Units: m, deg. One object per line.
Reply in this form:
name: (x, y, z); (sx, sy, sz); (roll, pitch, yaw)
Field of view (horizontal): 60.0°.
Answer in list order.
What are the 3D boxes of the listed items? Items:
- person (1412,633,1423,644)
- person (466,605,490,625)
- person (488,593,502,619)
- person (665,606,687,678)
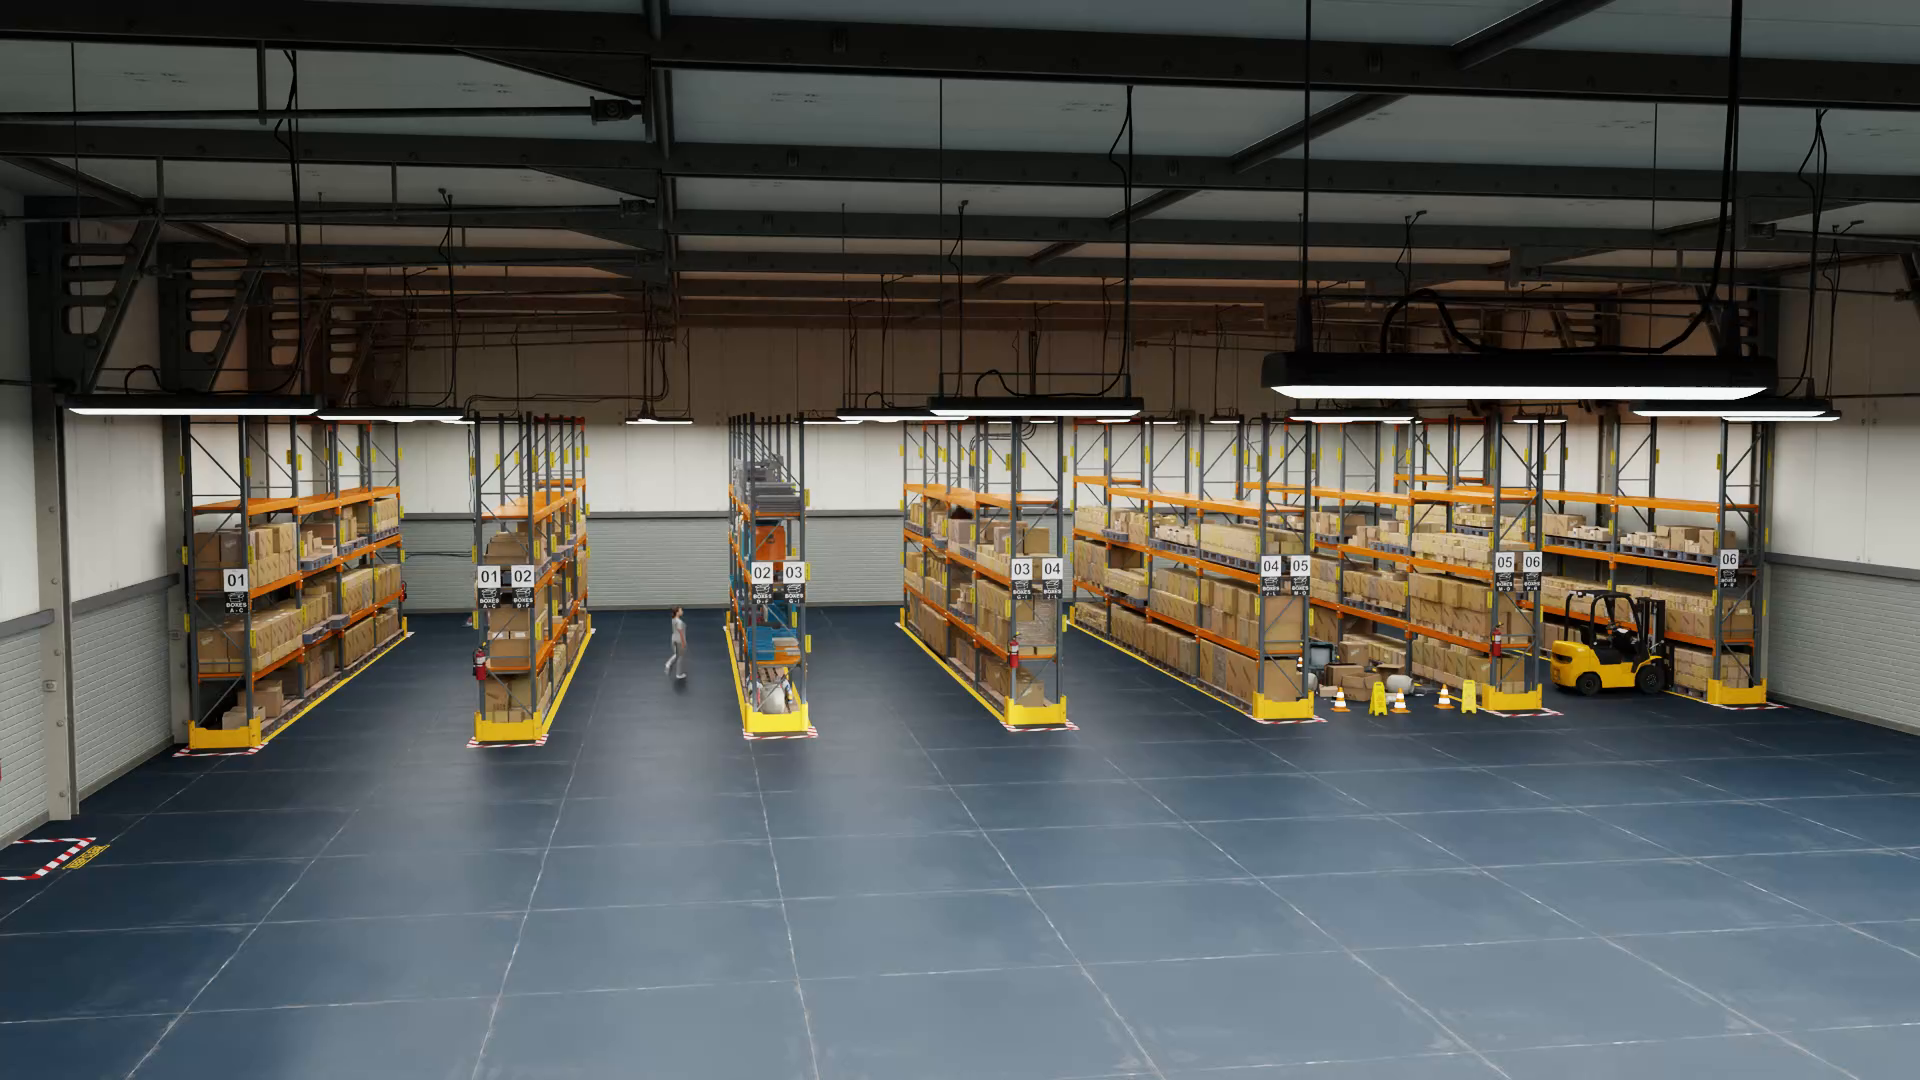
person: (12.031, 1.961, 43.677); (0.361, 1.603, 0.467); (1, 4, 16)
person: (-13.617, 1.686, 47.497); (0.973, 1.629, 0.493); (1, 4, 10)
person: (-11.933, 1.892, 43.176); (0.652, 1.730, 1.060); (-1, 4, -11)
person: (-6.395, 2.316, 37.721); (0.435, 1.660, 0.602); (3, 5, 39)
